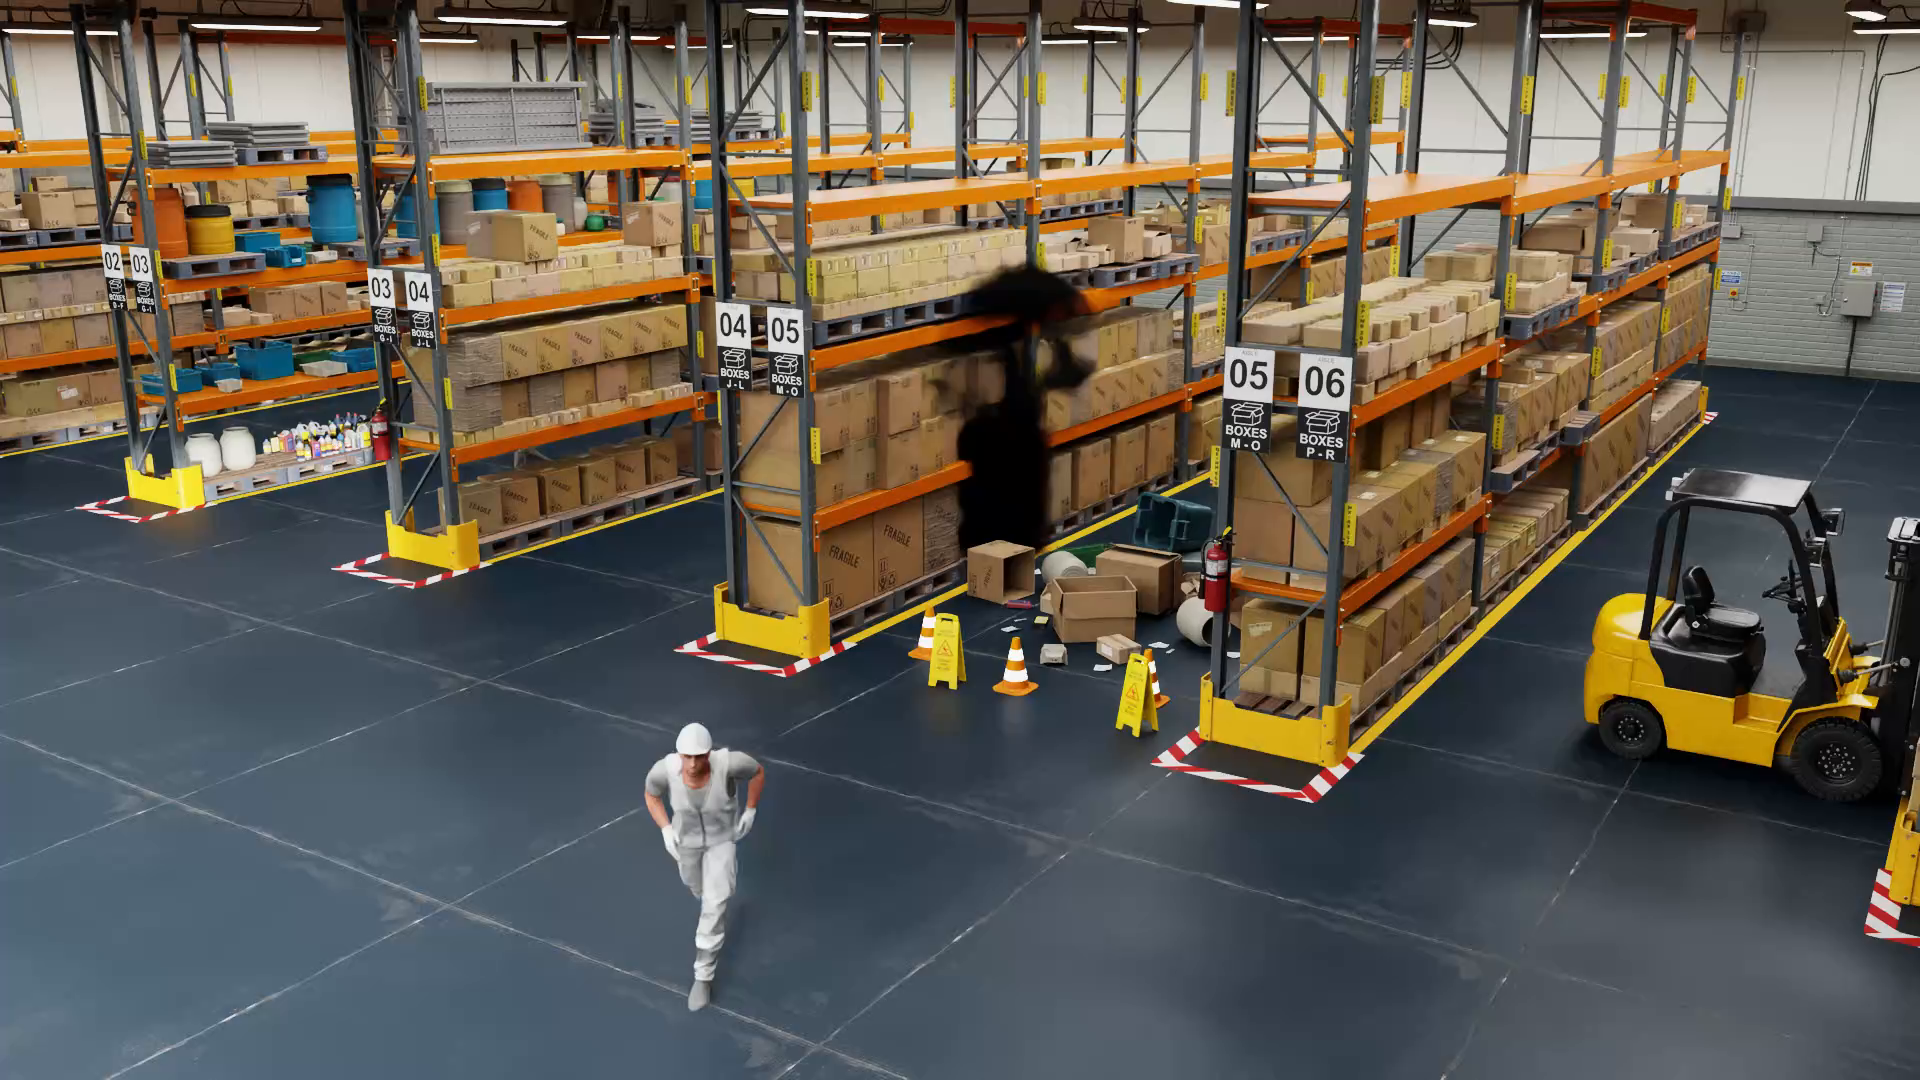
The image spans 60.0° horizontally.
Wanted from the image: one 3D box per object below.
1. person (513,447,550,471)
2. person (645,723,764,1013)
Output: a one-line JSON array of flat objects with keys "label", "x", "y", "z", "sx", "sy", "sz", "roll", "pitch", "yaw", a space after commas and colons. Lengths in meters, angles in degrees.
[{"label": "person", "x": -5.567, "y": -1.476, "z": 21.204, "sx": 0.661, "sy": 1.807, "sz": 0.985, "roll": 9, "pitch": 18, "yaw": 28}, {"label": "person", "x": -1.483, "y": 1.759, "z": 9.784, "sx": 0.689, "sy": 1.730, "sz": 1.050, "roll": -2, "pitch": 16, "yaw": -6}]
